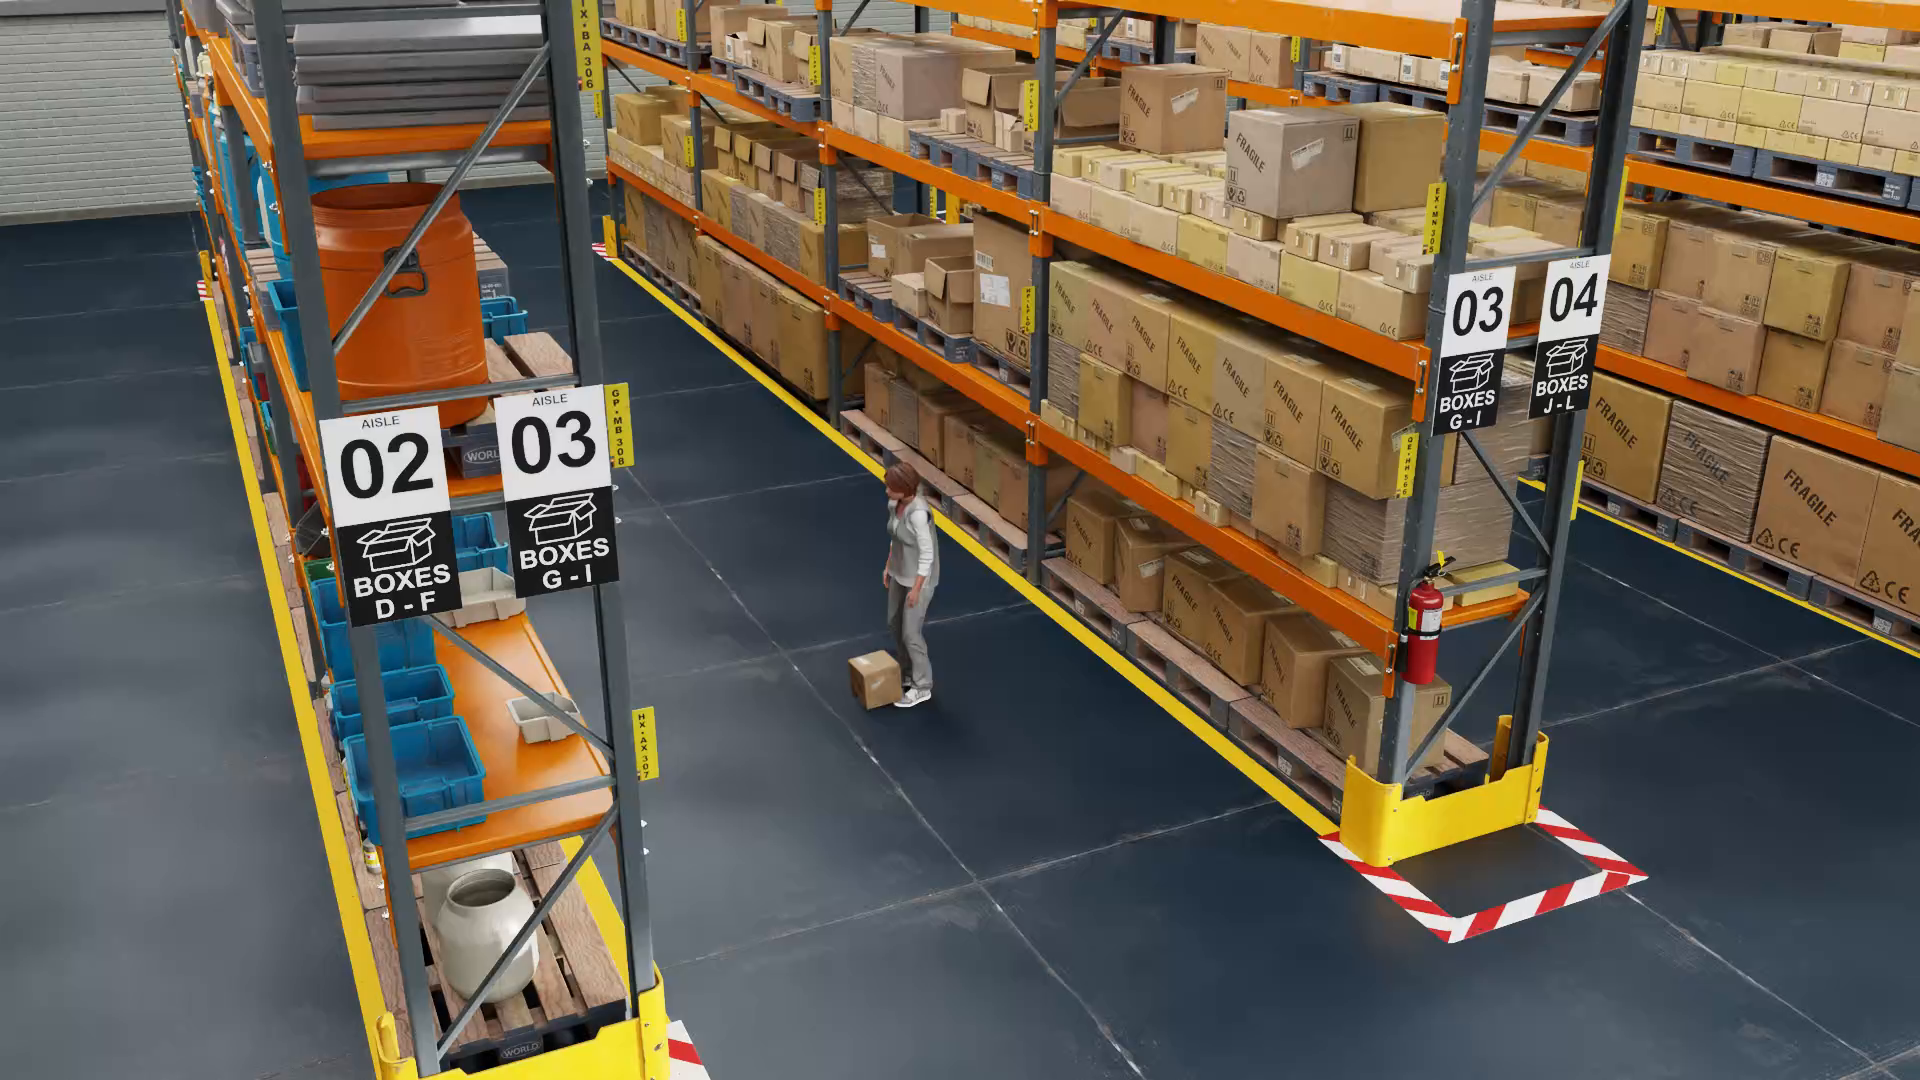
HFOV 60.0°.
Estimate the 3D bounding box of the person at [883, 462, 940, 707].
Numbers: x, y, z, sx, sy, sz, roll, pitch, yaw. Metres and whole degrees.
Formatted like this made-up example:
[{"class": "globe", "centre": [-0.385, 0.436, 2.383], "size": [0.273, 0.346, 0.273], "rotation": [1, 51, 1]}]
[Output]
[{"class": "person", "centre": [-4.295, -5.109, 17.580], "size": [24.574, 6.000, 19.590], "rotation": [-11, 25, -25]}]
